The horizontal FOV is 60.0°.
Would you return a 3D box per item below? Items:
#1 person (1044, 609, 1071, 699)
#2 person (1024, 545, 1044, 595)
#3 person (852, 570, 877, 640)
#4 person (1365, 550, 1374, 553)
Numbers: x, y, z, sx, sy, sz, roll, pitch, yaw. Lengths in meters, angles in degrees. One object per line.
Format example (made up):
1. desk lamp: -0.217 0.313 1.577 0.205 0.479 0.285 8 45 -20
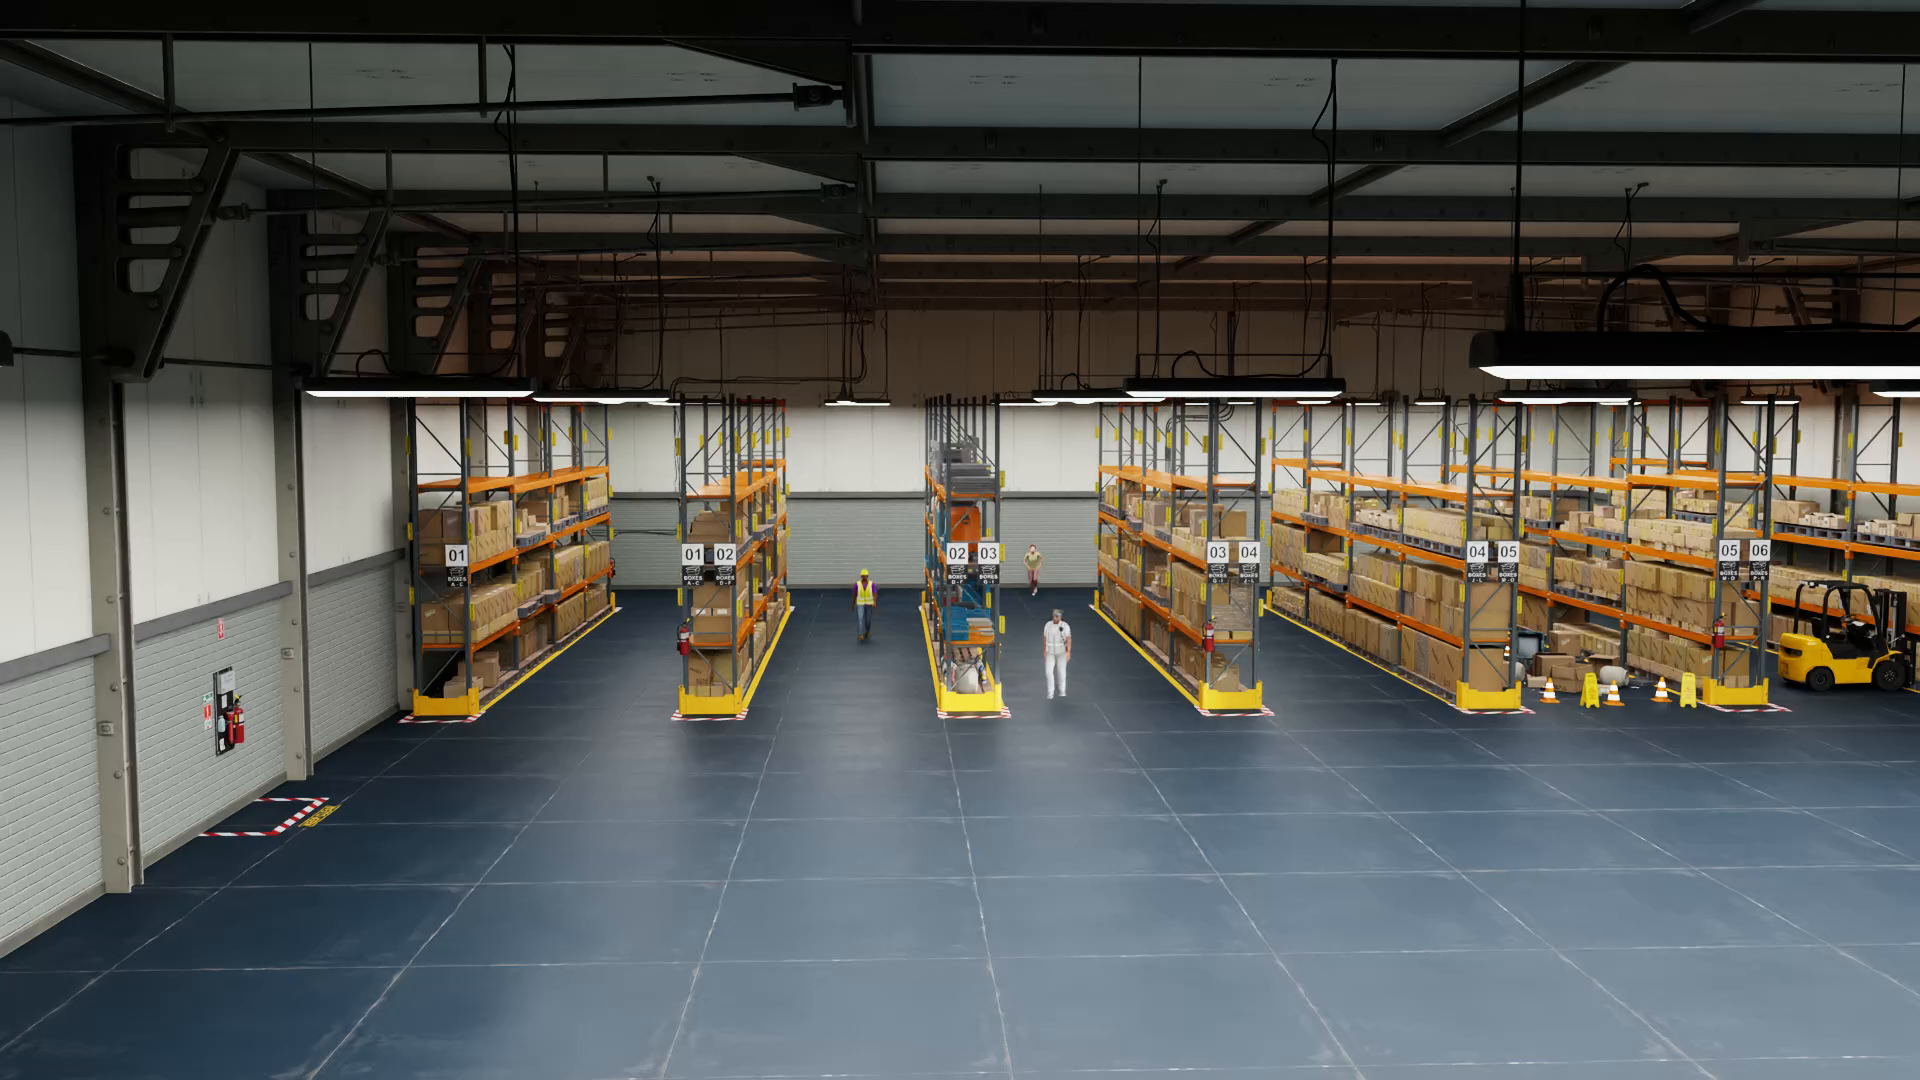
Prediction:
1. person: 1.923 2.229 32.958 0.591 1.745 0.544 1 5 17
2. person: 2.259 0.915 50.949 0.608 1.578 0.682 1 5 6
3. person: -2.358 1.592 41.190 0.622 1.697 1.092 -1 5 -8
4. person: 11.846 1.079 48.176 0.959 1.620 0.458 2 5 23
